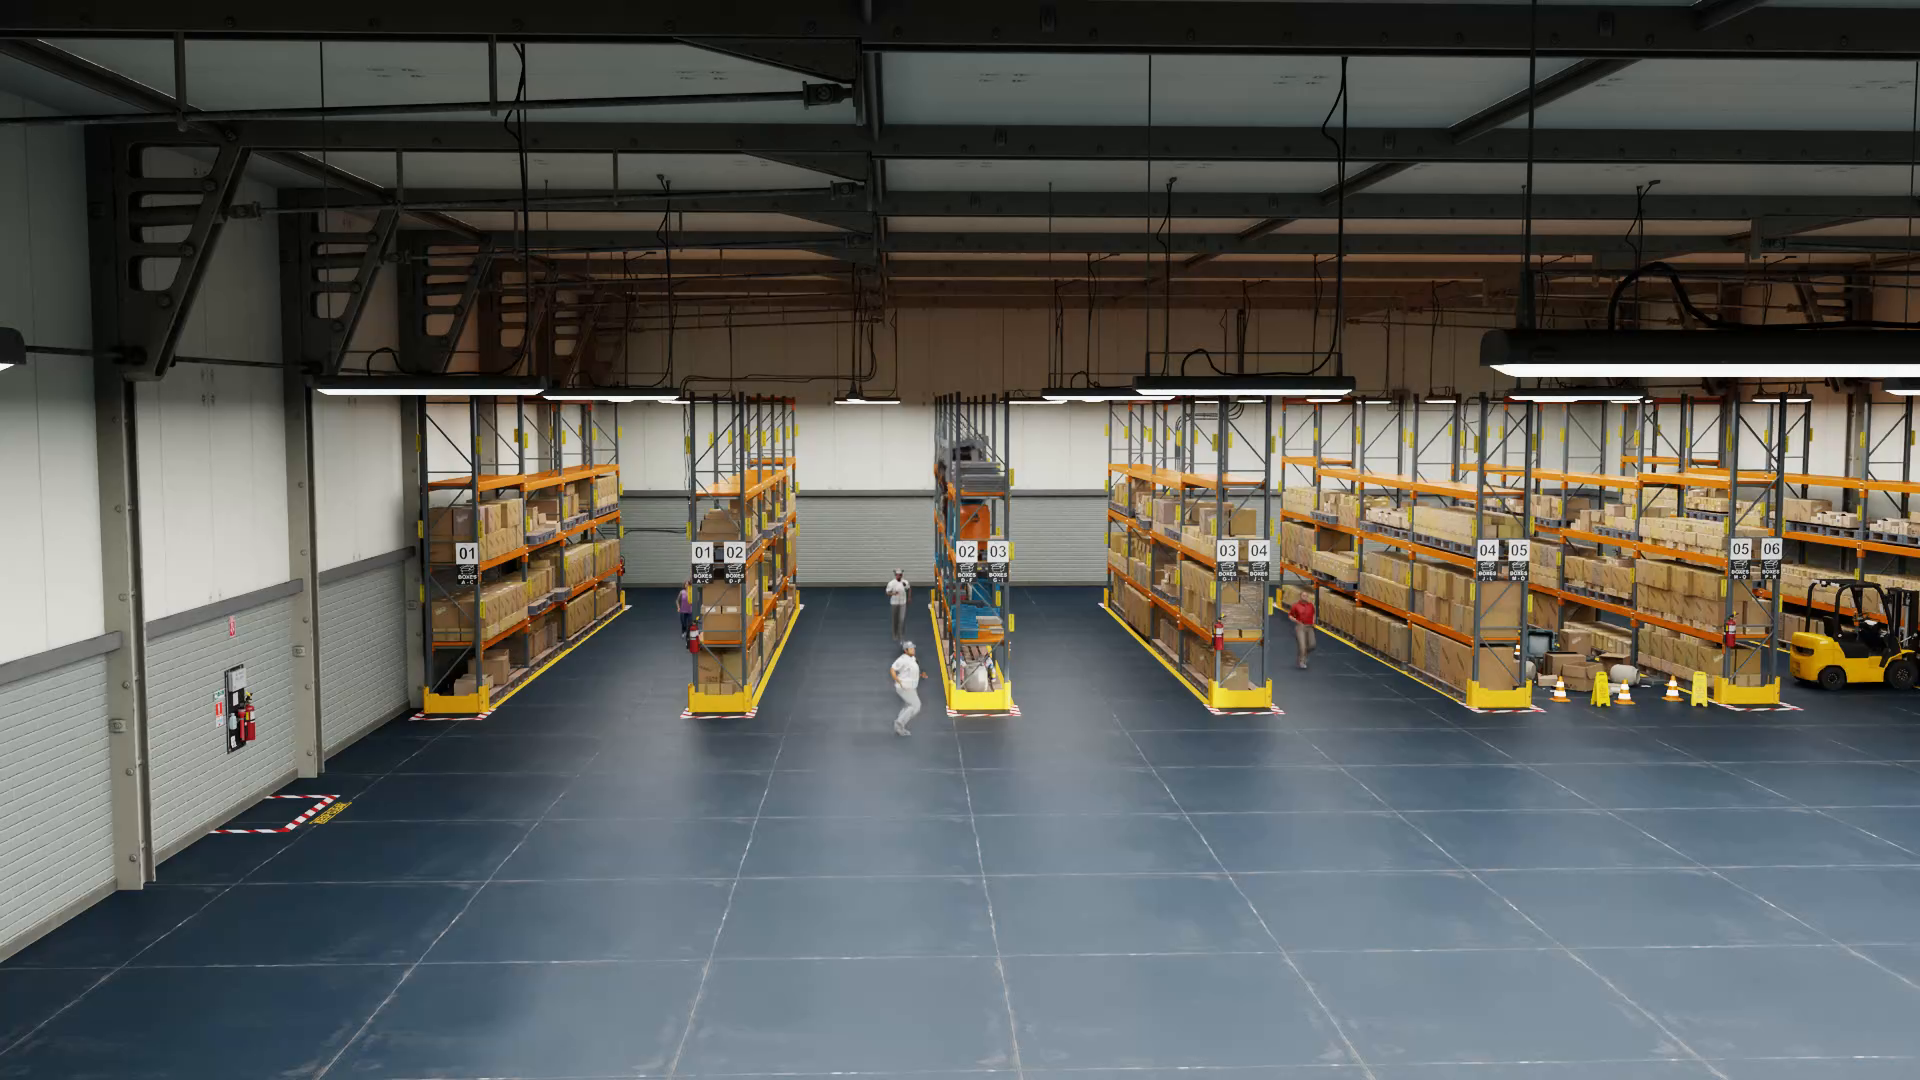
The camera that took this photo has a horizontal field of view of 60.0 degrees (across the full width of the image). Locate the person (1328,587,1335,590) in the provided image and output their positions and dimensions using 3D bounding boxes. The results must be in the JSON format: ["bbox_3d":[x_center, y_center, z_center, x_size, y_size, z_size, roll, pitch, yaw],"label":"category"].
[{"bbox_3d":[10.850,1.028,48.543,0.727,1.718,0.826,-4,6,-39],"label":"person"}]

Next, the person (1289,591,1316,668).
[{"bbox_3d":[7.543,1.965,36.425,0.657,1.674,0.617,-1,5,-14],"label":"person"}]

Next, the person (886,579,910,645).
[{"bbox_3d":[-1.420,1.628,38.239,0.565,1.498,0.808,-1,5,-8],"label":"person"}]

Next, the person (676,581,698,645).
[{"bbox_3d":[-6.548,1.754,39.897,0.531,1.557,0.539,-1,5,-10],"label":"person"}]

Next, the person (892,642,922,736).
[{"bbox_3d":[-0.931,2.580,29.000,0.473,1.636,0.560,2,5,19],"label":"person"}]
